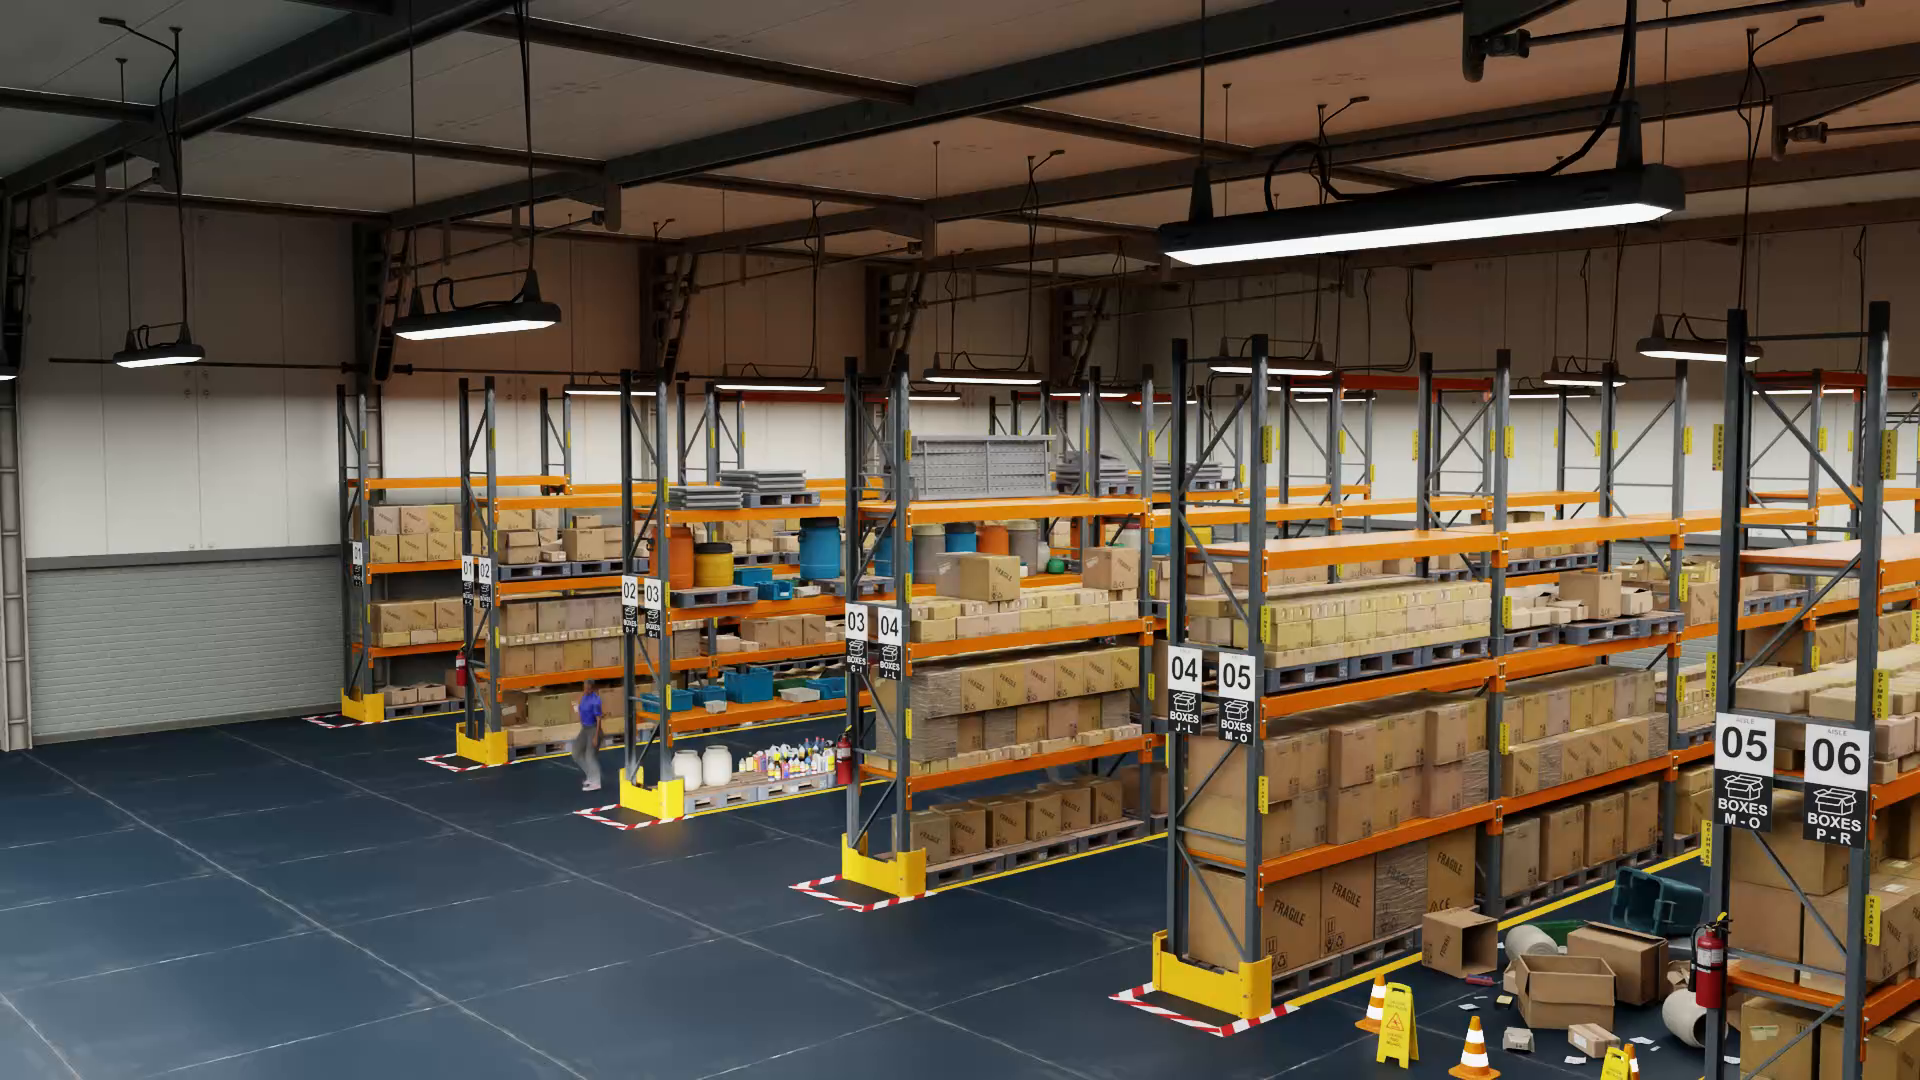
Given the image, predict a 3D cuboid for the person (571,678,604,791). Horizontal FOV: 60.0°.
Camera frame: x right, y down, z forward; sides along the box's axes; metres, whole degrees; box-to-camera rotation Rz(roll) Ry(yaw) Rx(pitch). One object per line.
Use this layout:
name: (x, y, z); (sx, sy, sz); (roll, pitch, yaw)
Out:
person: (-5.288, 2.763, 23.775); (0.422, 1.637, 0.584); (-4, 5, -45)

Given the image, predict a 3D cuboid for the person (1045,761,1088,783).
person: (1.552, 2.917, 23.555); (1.114, 1.440, 0.565); (-2, 4, -22)

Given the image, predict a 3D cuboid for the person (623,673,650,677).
person: (-6.015, 2.266, 31.223); (0.699, 1.787, 0.890); (2, 4, 25)
